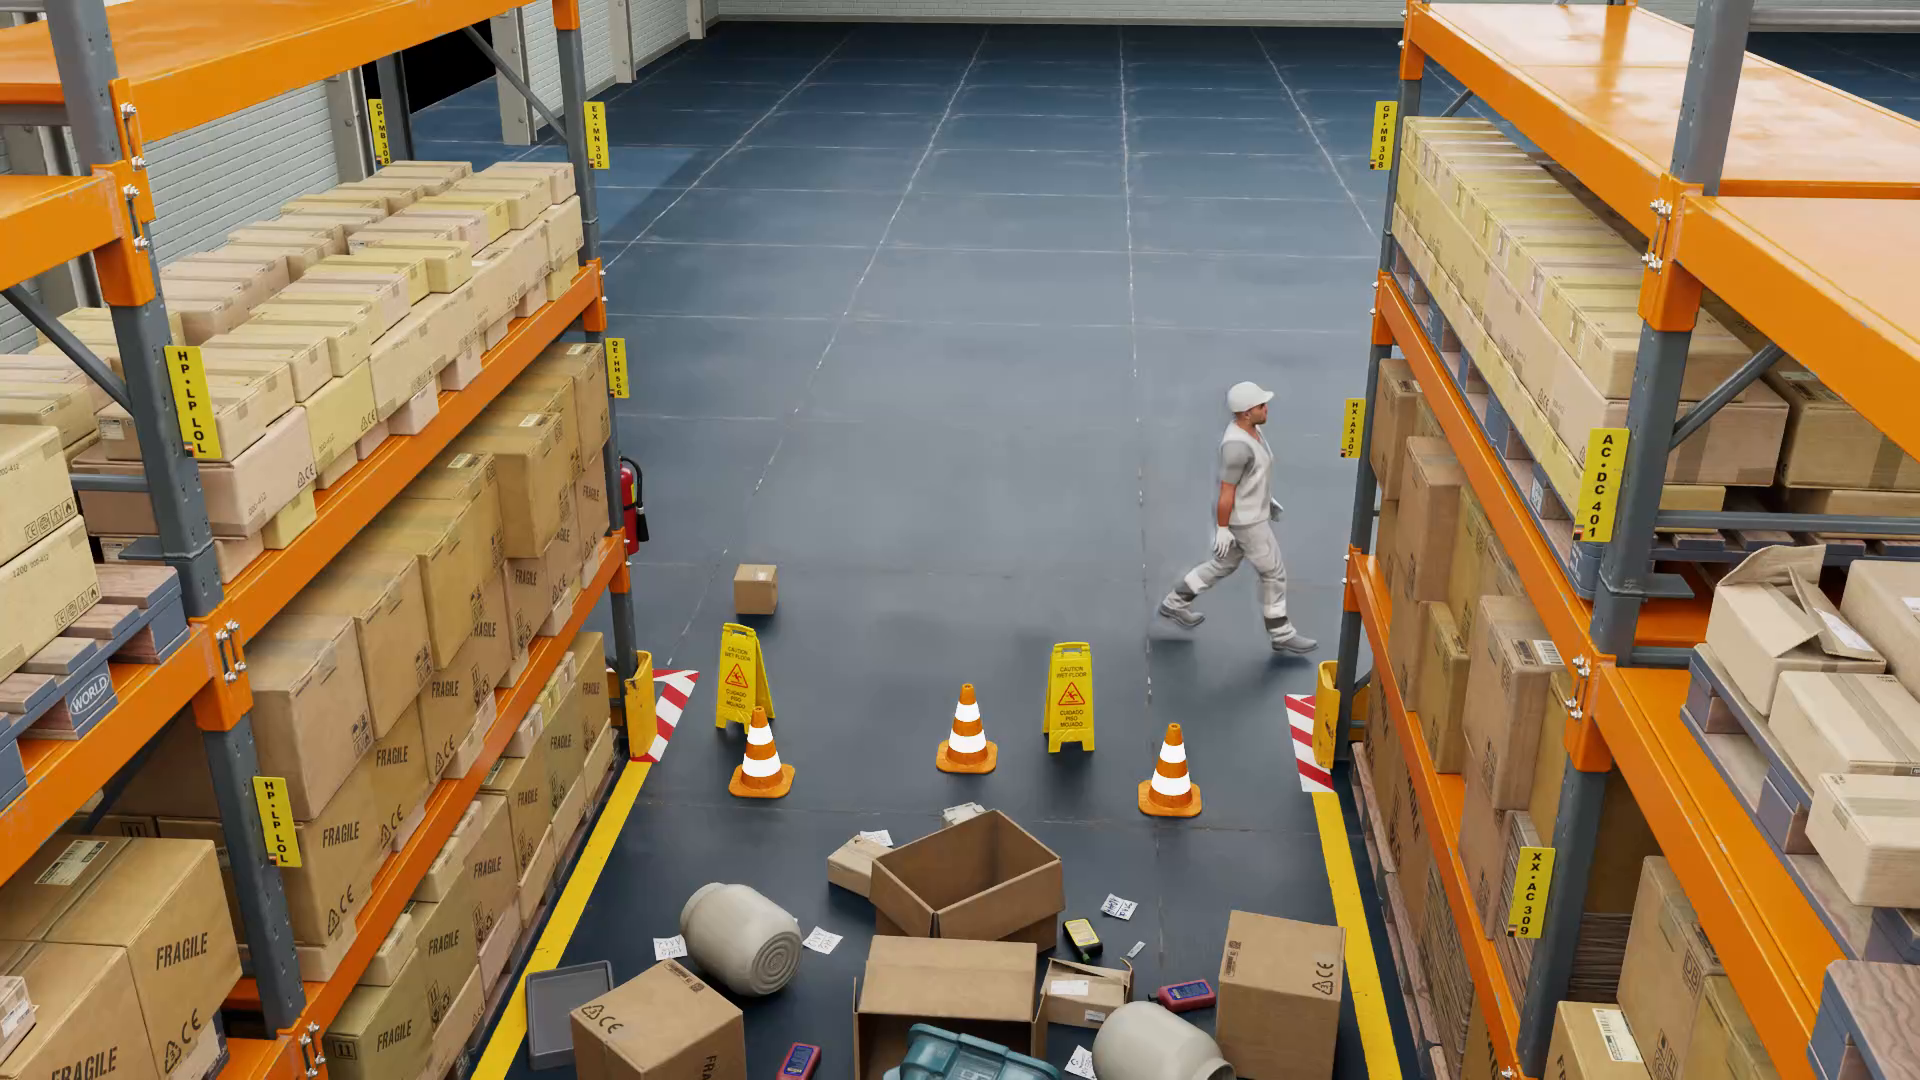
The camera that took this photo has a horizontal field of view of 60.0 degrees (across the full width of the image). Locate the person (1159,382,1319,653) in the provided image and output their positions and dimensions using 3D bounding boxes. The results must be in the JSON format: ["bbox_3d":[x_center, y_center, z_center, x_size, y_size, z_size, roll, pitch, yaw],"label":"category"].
[{"bbox_3d":[1.781,-0.157,10.333,1.026,1.749,0.578,5,25,11],"label":"person"}]
